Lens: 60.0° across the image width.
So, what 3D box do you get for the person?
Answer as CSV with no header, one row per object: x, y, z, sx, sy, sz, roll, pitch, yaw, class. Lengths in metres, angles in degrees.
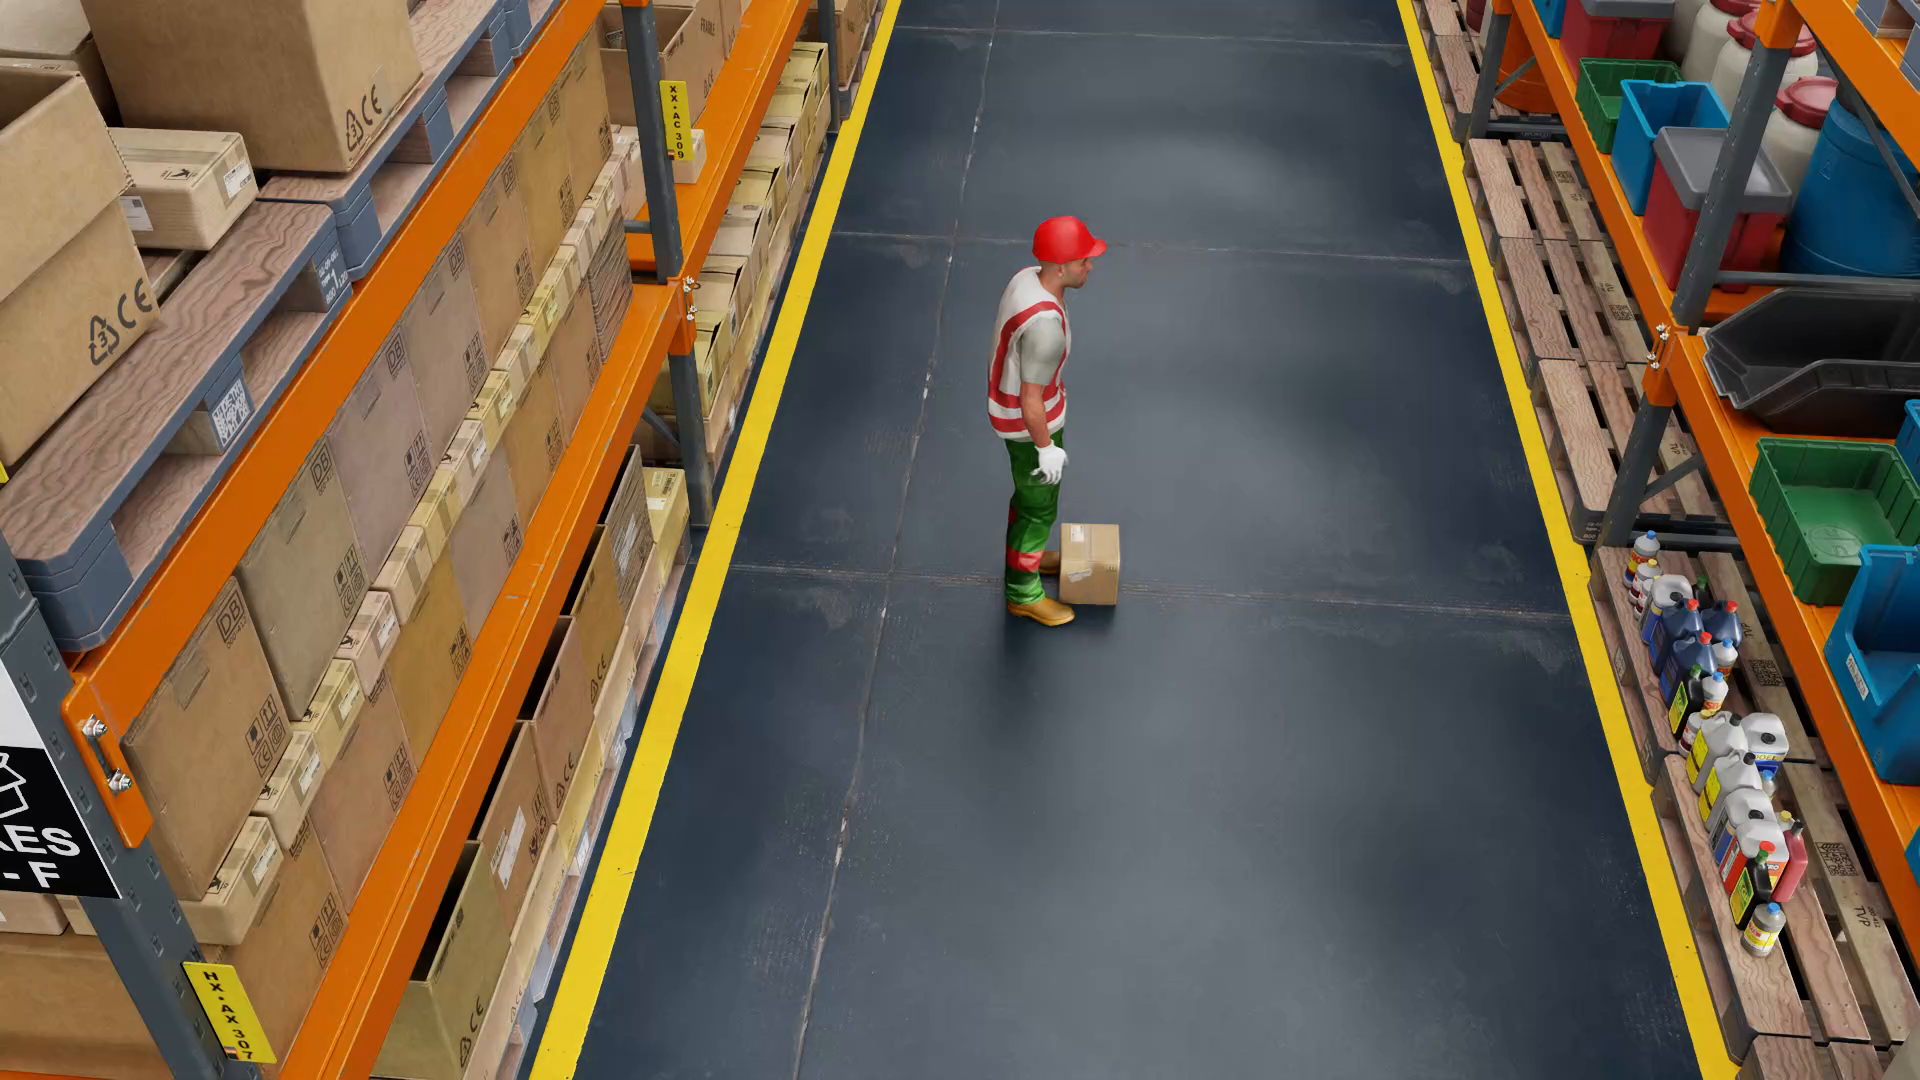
0.332,-0.499,6.743,0.445,1.781,0.621,1,40,2,person
